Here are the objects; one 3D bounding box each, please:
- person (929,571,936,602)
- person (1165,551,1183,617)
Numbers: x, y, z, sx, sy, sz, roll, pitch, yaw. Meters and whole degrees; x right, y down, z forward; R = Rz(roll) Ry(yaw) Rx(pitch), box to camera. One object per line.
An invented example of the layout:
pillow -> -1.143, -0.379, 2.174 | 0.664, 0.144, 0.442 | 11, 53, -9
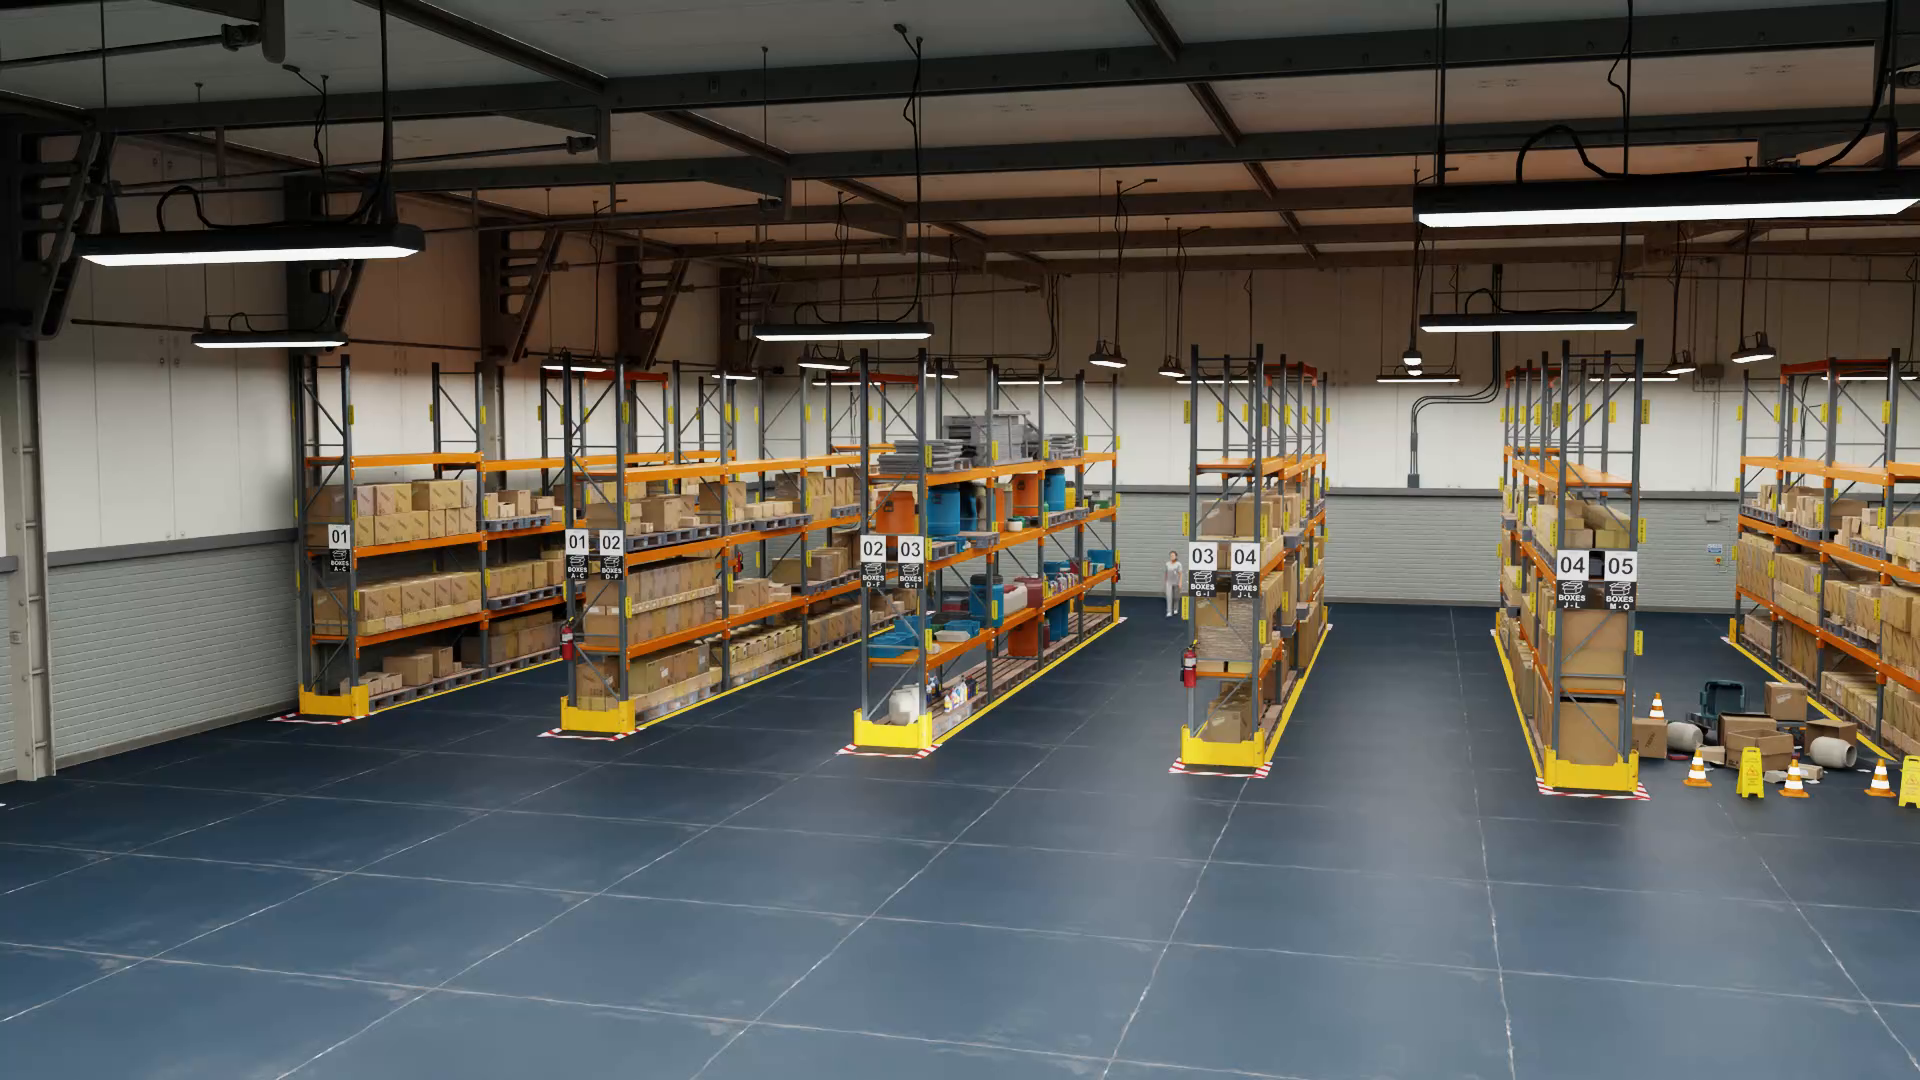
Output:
person -> -0.927, 0.757, 44.646 | 0.622, 1.761, 0.954 | -1, 4, -16
person -> 5.301, 1.087, 41.270 | 0.449, 1.613, 1.058 | 1, 4, 8
